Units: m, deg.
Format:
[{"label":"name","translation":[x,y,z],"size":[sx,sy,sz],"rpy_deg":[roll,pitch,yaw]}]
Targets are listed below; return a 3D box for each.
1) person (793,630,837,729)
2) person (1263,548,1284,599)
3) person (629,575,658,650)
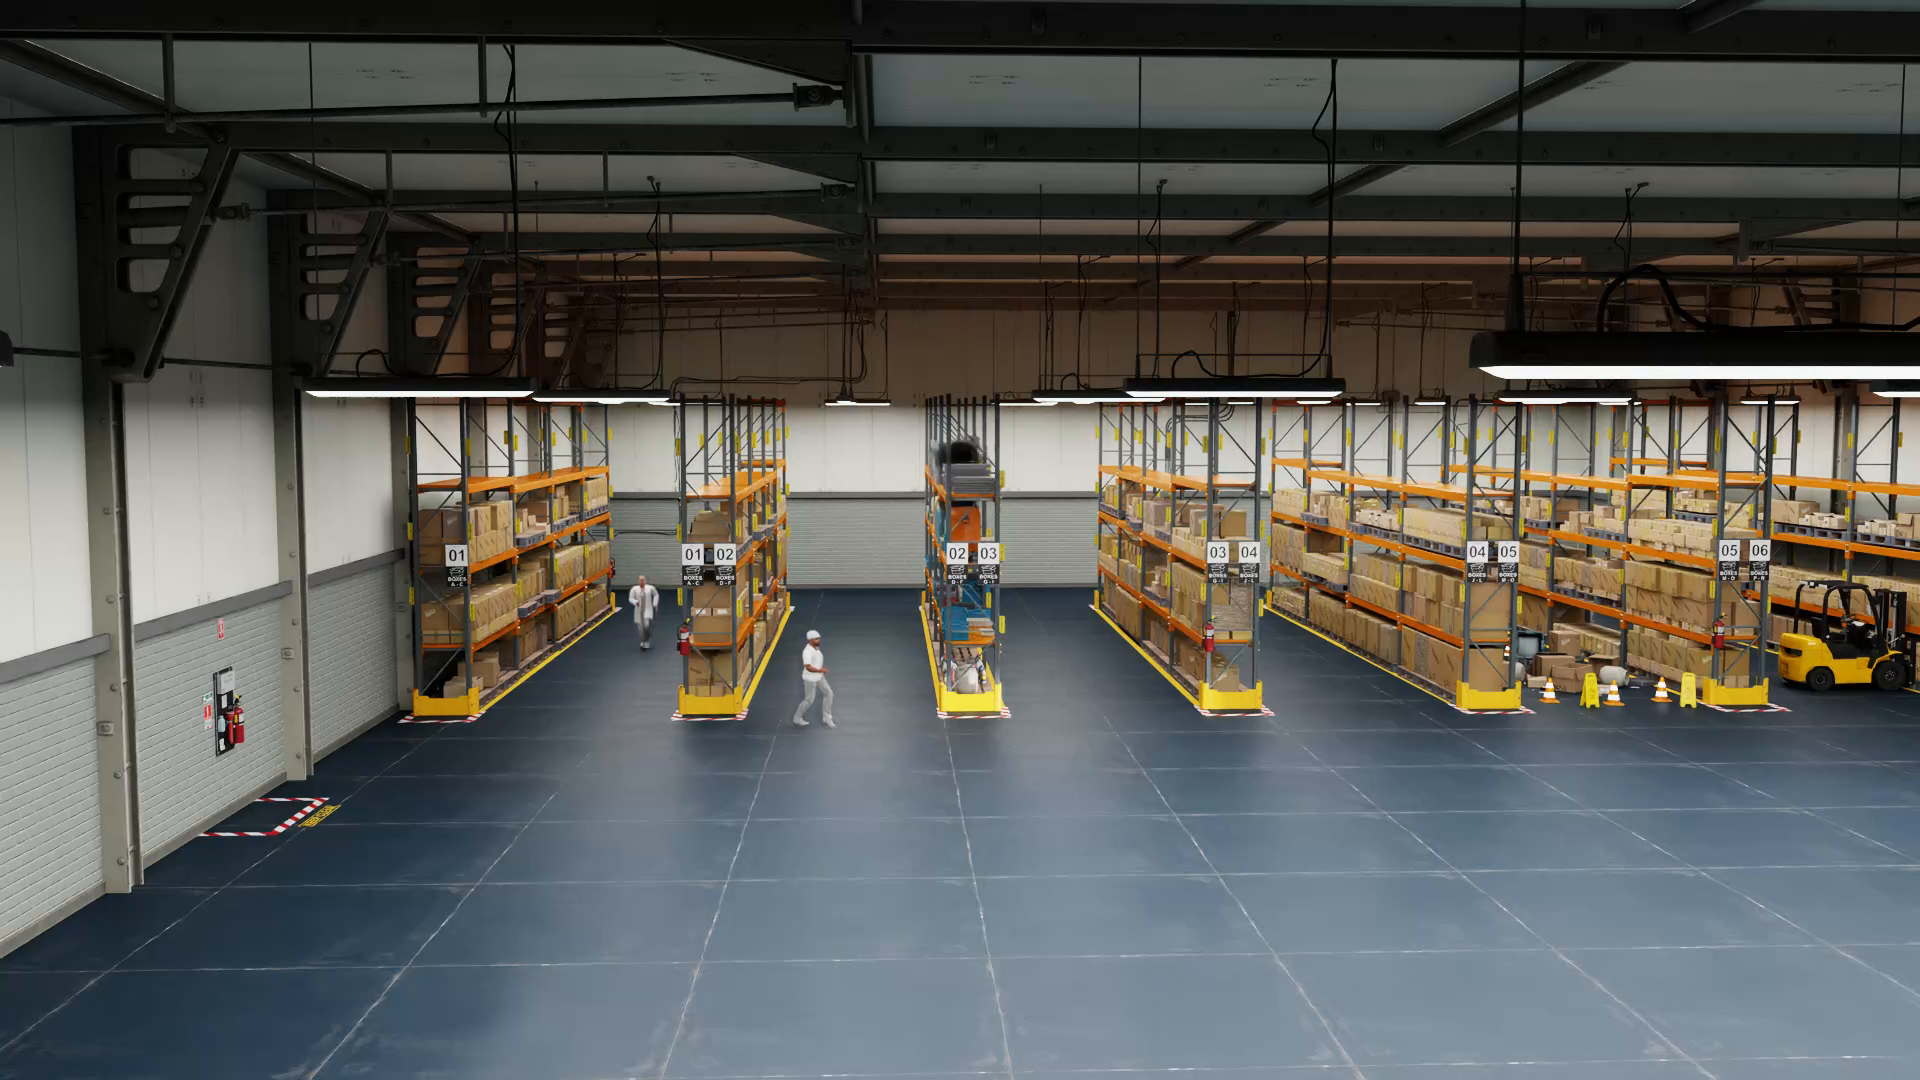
[{"label":"person","translation":[-2.628,2.501,29.692],"size":[0.781,1.796,0.687],"rpy_deg":[1,5,18]},{"label":"person","translation":[9.429,0.861,49.988],"size":[0.657,1.762,0.968],"rpy_deg":[4,6,44]},{"label":"person","translation":[-7.521,1.731,39.483],"size":[0.659,1.768,0.849],"rpy_deg":[0,5,-2]}]
